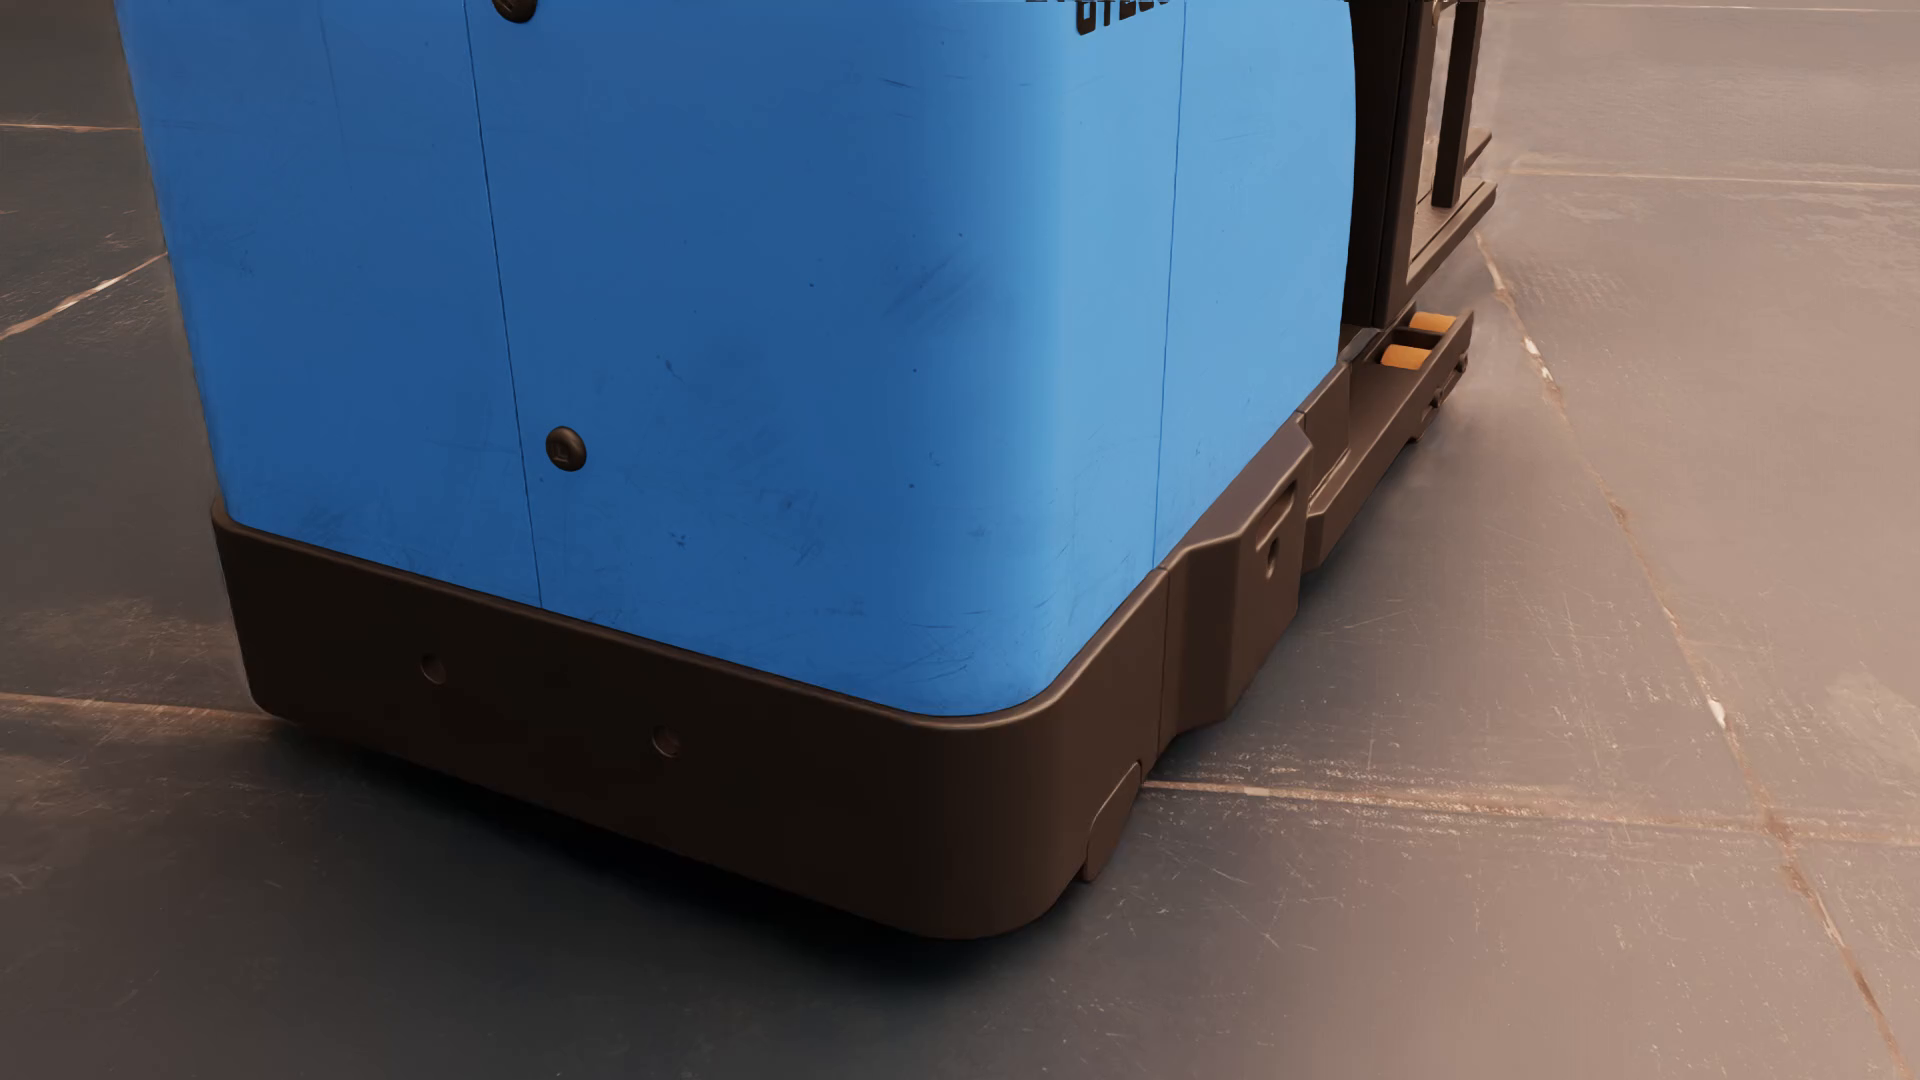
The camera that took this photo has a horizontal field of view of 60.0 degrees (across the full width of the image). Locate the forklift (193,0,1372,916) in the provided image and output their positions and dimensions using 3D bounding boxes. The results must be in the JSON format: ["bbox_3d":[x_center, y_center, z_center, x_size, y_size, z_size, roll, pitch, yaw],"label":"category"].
[{"bbox_3d":[0.114,-1.584,2.391,1.130,2.935,3.031,5,27,11],"label":"forklift"}]
